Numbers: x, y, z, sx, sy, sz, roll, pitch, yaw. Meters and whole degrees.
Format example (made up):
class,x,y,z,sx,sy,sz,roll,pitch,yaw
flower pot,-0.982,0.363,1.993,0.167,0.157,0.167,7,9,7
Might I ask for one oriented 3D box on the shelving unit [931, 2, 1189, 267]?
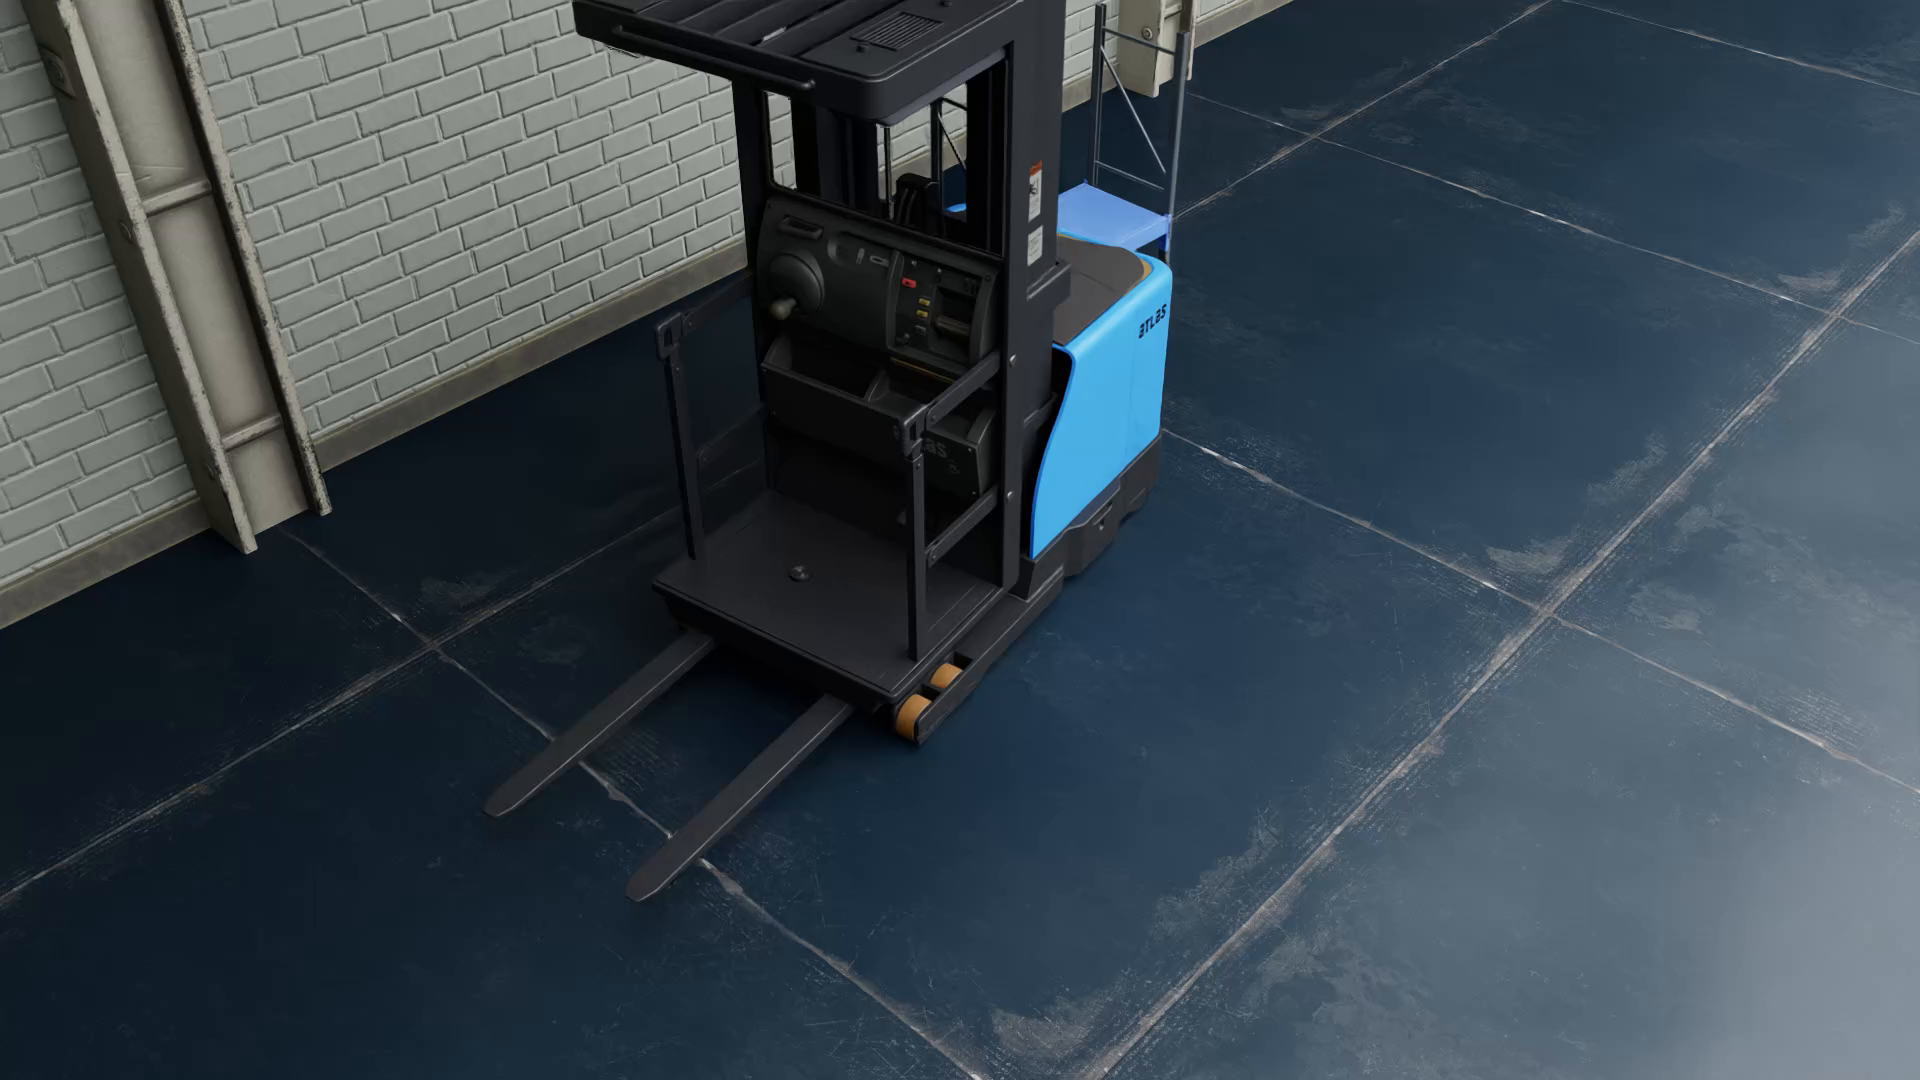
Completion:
class,x,y,z,sx,sy,sz,roll,pitch,yaw
shelving unit,0.427,-1.438,7.353,0.538,1.500,1.048,31,48,33

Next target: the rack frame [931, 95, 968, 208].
class,x,y,z,sx,sy,sz,roll,pitch,yaw
rack frame,0.071,-1.212,7.069,0.500,1.500,0.032,31,48,33

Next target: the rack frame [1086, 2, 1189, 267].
class,x,y,z,sx,sy,sz,roll,pitch,yaw
rack frame,0.783,-1.664,7.637,0.500,1.500,0.032,31,48,33

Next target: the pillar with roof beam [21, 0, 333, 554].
class,x,y,z,sx,sy,sz,roll,pitch,yaw
pillar with roof beam,0.329,-1.811,1.797,9.100,9.000,0.400,30,47,32

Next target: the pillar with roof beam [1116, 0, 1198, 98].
class,x,y,z,sx,sy,sz,roll,pitch,yaw
pillar with roof beam,4.377,-4.567,5.263,9.100,9.000,0.400,30,47,32

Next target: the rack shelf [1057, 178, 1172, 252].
class,x,y,z,sx,sy,sz,roll,pitch,yaw
rack shelf,0.427,-1.297,7.465,0.538,0.185,1.000,31,48,33

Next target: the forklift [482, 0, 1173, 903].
class,x,y,z,sx,sy,sz,roll,pitch,yaw
forklift,-0.407,-0.776,5.371,1.130,2.935,3.031,23,44,26
